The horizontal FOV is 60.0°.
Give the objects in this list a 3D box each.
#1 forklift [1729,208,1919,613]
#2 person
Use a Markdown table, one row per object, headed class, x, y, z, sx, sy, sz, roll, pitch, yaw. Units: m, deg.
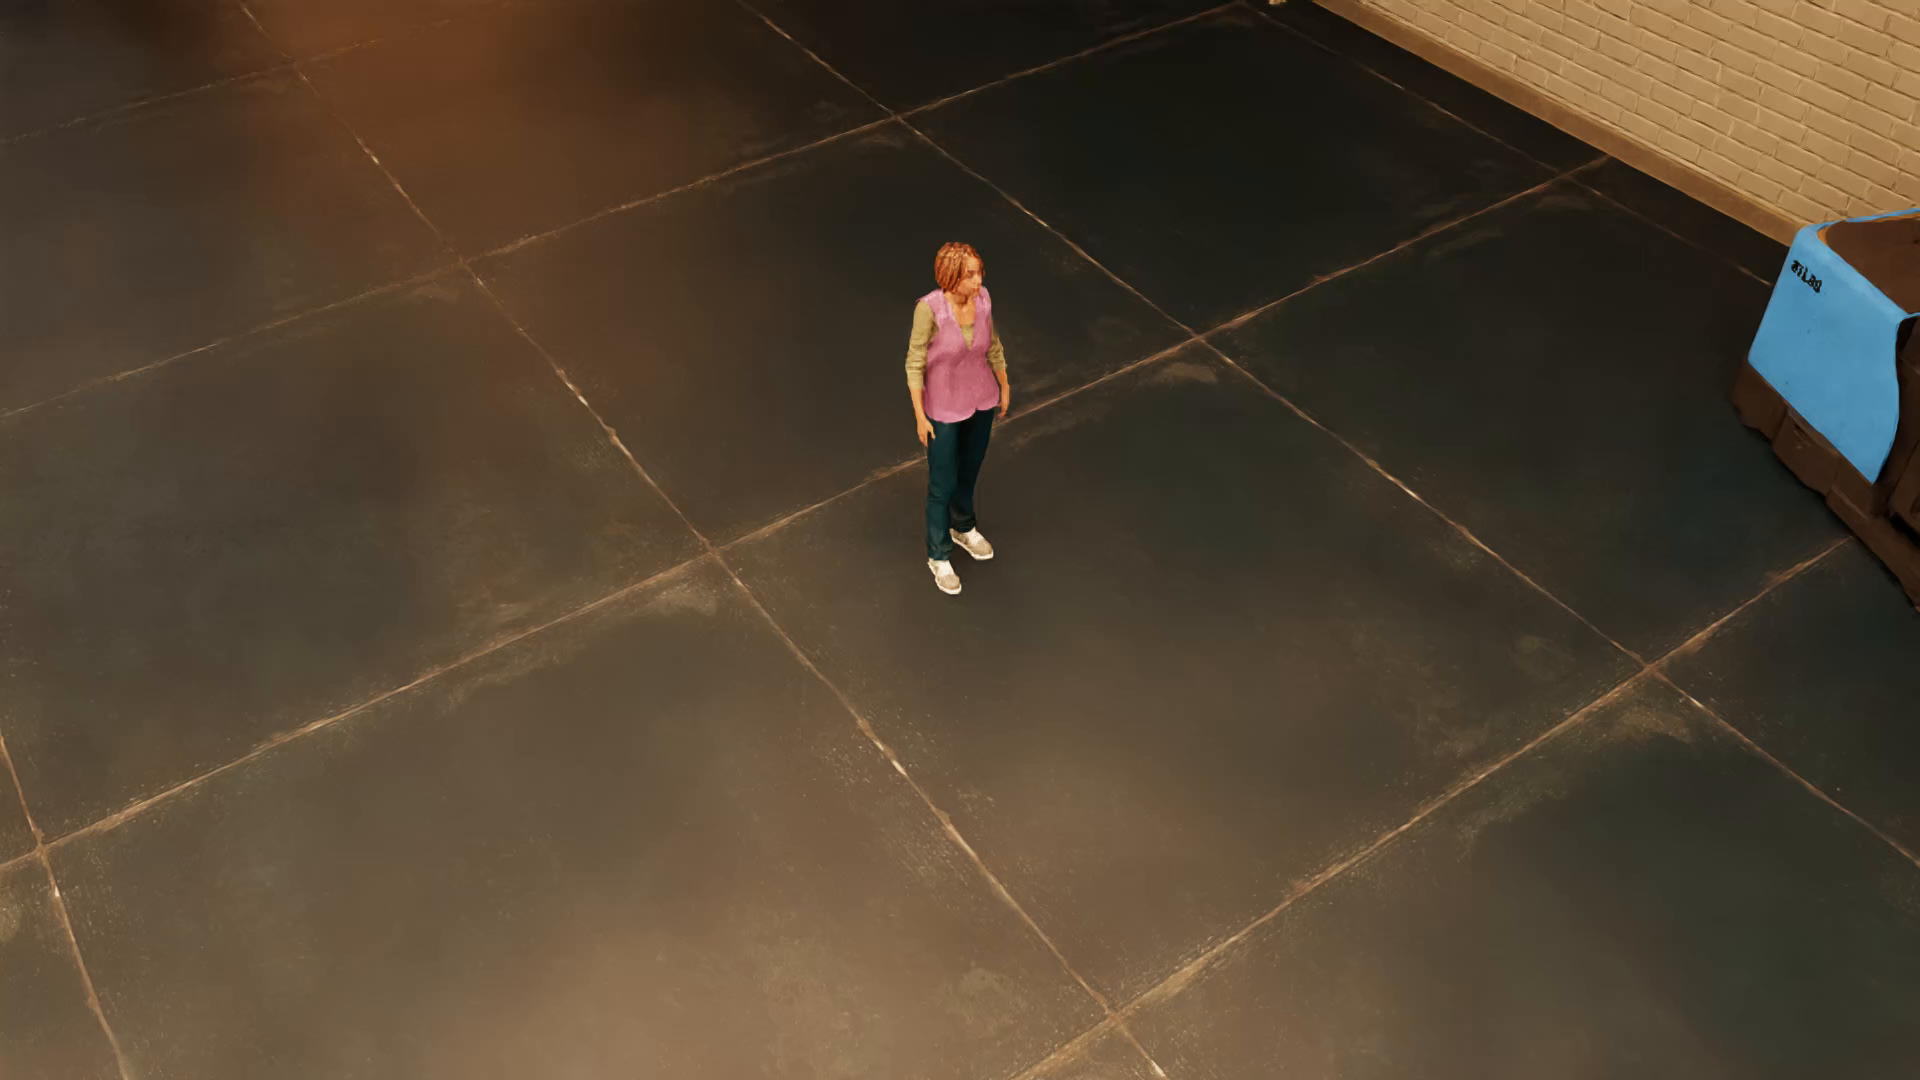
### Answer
| class | x | y | z | sx | sy | sz | roll | pitch | yaw |
| --- | --- | --- | --- | --- | --- | --- | --- | --- | --- |
| forklift | 4.834 | -0.900 | 6.692 | 1.130 | 2.935 | 3.031 | -10 | 44 | -11 |
| person | 0.031 | -0.546 | 7.282 | 0.520 | 1.597 | 0.474 | -25 | 48 | -25 |
